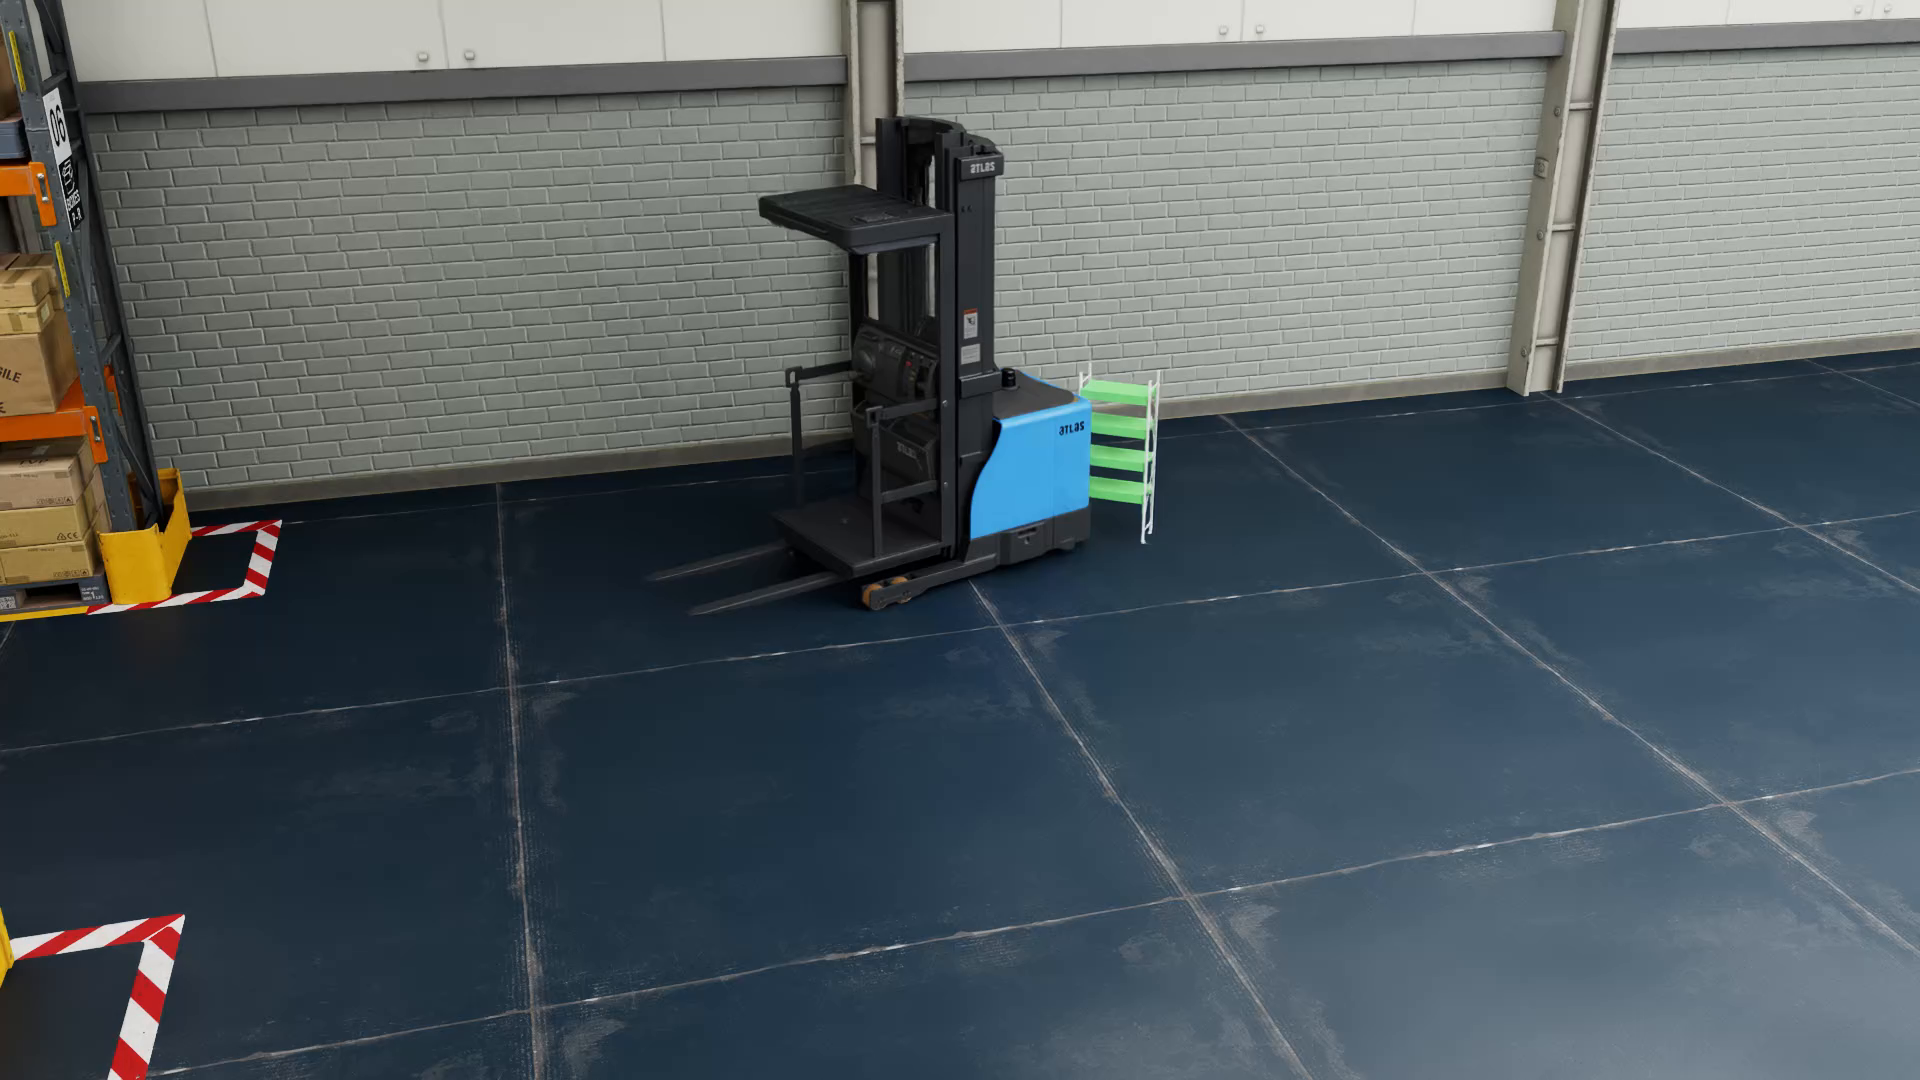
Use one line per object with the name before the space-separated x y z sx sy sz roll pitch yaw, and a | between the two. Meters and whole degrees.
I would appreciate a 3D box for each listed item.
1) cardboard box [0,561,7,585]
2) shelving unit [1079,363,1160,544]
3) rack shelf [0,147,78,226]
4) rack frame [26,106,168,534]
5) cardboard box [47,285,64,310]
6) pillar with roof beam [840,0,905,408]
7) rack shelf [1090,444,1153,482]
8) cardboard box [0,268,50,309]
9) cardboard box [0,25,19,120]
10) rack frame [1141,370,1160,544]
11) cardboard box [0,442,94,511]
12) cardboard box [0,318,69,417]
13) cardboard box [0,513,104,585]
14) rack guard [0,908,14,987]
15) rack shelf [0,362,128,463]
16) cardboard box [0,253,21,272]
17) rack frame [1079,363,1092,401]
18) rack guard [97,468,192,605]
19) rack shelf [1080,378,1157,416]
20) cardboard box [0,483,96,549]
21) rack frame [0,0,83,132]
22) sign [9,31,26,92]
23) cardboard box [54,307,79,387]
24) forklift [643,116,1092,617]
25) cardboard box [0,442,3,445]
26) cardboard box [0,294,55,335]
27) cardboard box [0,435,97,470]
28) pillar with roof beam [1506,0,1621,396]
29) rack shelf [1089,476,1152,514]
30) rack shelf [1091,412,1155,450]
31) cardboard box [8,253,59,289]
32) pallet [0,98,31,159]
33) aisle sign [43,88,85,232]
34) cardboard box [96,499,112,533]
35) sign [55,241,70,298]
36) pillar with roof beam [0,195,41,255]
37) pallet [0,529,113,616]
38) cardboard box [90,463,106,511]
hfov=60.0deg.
cardboard box | -6.352 0.104 10.659 0.500 0.250 0.500 -6 24 -14
shelving unit | 1.096 -0.605 11.638 0.503 1.200 0.258 9 25 19
rack shelf | -7.429 -2.021 9.765 4.000 0.370 1.077 -6 24 -14
rack frame | -5.503 -1.186 10.711 0.127 3.000 1.000 -6 24 -14
cardboard box | -5.900 -1.593 10.708 0.250 0.149 0.380 -7 24 -16
pillar with roof beam | 0.523 -3.216 7.833 0.400 9.000 9.100 -6 24 -14
rack shelf | 1.096 -0.546 11.663 0.480 0.148 0.258 9 25 19
cardboard box | -5.791 -1.549 10.229 0.250 0.149 0.380 -6 24 -14
cardboard box | -5.864 -2.710 9.671 0.500 0.500 0.500 -6 24 -13
rack frame | 1.323 -0.571 11.558 0.015 1.200 0.240 9 25 19
cardboard box | -5.862 -0.408 10.583 0.500 0.250 0.500 -5 24 -13
cardboard box | -5.906 -1.080 10.336 0.500 0.500 0.500 -7 24 -16
cardboard box | -5.870 0.054 10.774 0.500 0.250 0.500 -6 24 -14
rack guard | -4.232 1.855 6.794 0.348 0.500 1.175 -6 24 -14
rack shelf | -7.429 -0.643 10.356 4.000 0.370 1.077 -6 24 -14
cardboard box | -6.157 -1.708 10.599 0.250 0.149 0.380 -5 24 -13
rack frame | 0.868 -0.639 11.718 0.015 1.200 0.240 9 25 19
rack guard | -5.480 -0.040 11.210 0.348 0.500 1.175 -6 24 -14
rack shelf | 1.096 -0.987 11.474 0.480 0.148 0.258 9 25 19
cardboard box | -5.888 -0.175 10.674 0.500 0.250 0.500 -7 24 -15
rack frame | -5.503 -3.943 9.528 0.127 3.000 1.000 -6 24 -14
sign | -5.370 -2.728 9.477 0.005 0.325 0.100 -6 24 -14
cardboard box | -6.055 -1.285 10.814 0.500 0.500 0.500 -6 24 -13
forklift | -0.594 -1.130 10.666 3.031 2.935 1.130 -15 28 -32
cardboard box | -6.497 -0.541 10.894 0.500 0.250 0.500 -6 24 -14
cardboard box | -5.761 -1.387 10.229 0.250 0.149 0.380 -6 24 -14
cardboard box | -6.017 -0.596 11.021 0.500 0.250 0.500 -7 24 -15
pillar with roof beam | 6.300 -3.855 9.322 0.400 9.000 9.100 -6 24 -14
rack shelf | 1.096 -0.326 11.758 0.480 0.148 0.258 9 25 19
rack shelf | 1.096 -0.767 11.569 0.480 0.148 0.258 9 25 19
cardboard box | -5.884 -1.712 10.610 0.250 0.149 0.380 -7 24 -15
pallet | -6.191 -2.459 9.984 1.213 0.211 1.003 -6 24 -14
aisle sign | -5.361 -2.276 9.955 0.004 0.787 0.394 -6 24 -14
cardboard box | -6.029 -0.138 11.221 0.500 0.250 0.500 -6 24 -14
sign | -5.370 -1.620 9.952 0.005 0.325 0.100 -6 24 -14
pillar with roof beam | -5.254 -2.577 6.343 0.400 9.000 9.100 -6 24 -14
pallet | -6.228 0.192 11.034 1.213 0.211 1.003 -6 24 -14
cardboard box | -6.012 -0.374 11.139 0.500 0.250 0.500 -6 24 -13
